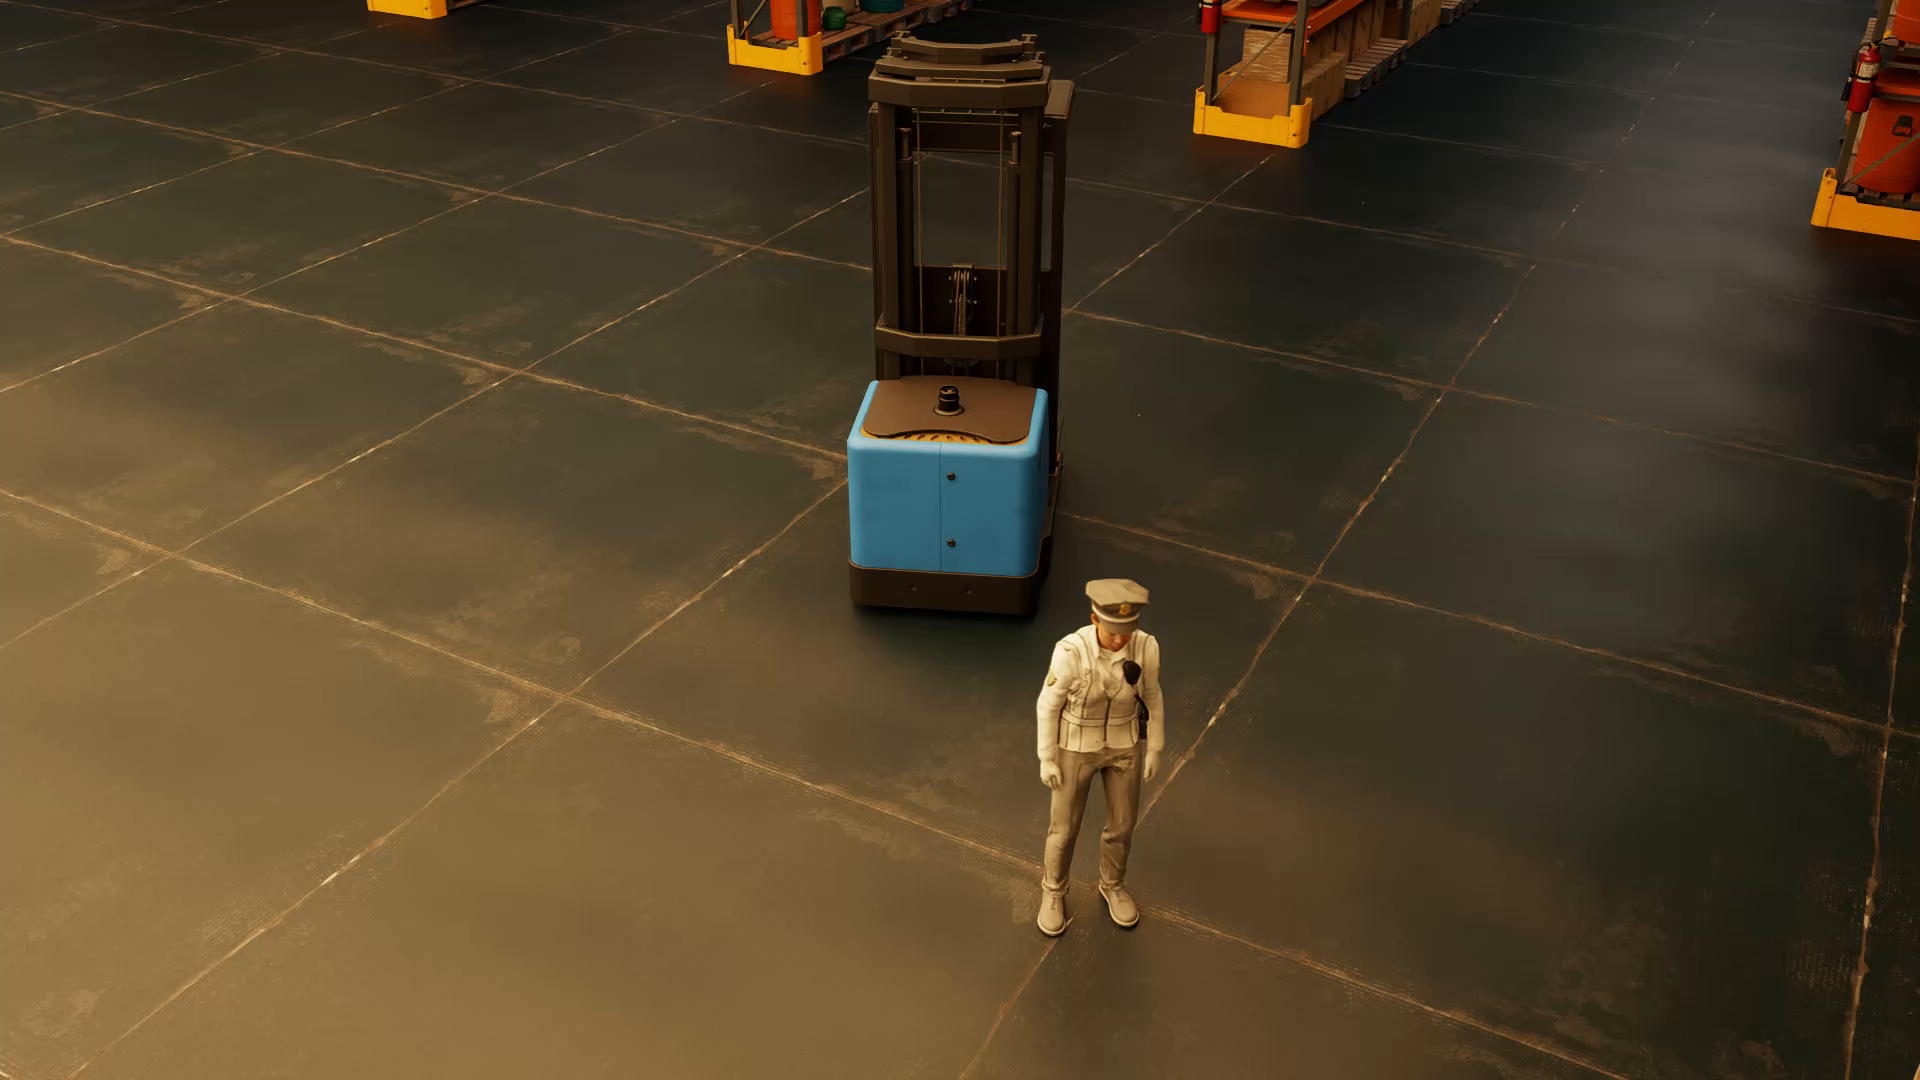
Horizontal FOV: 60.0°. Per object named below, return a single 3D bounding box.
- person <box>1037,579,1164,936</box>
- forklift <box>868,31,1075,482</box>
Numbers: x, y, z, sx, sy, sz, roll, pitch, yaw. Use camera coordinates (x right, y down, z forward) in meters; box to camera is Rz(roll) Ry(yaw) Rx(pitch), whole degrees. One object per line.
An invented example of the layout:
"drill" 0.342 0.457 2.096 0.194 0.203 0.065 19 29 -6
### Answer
"person" 0.577 0.873 6.827 0.528 1.664 0.374 -4 30 -7
"forklift" 0.076 -1.571 9.793 1.121 2.935 3.031 3 30 6
